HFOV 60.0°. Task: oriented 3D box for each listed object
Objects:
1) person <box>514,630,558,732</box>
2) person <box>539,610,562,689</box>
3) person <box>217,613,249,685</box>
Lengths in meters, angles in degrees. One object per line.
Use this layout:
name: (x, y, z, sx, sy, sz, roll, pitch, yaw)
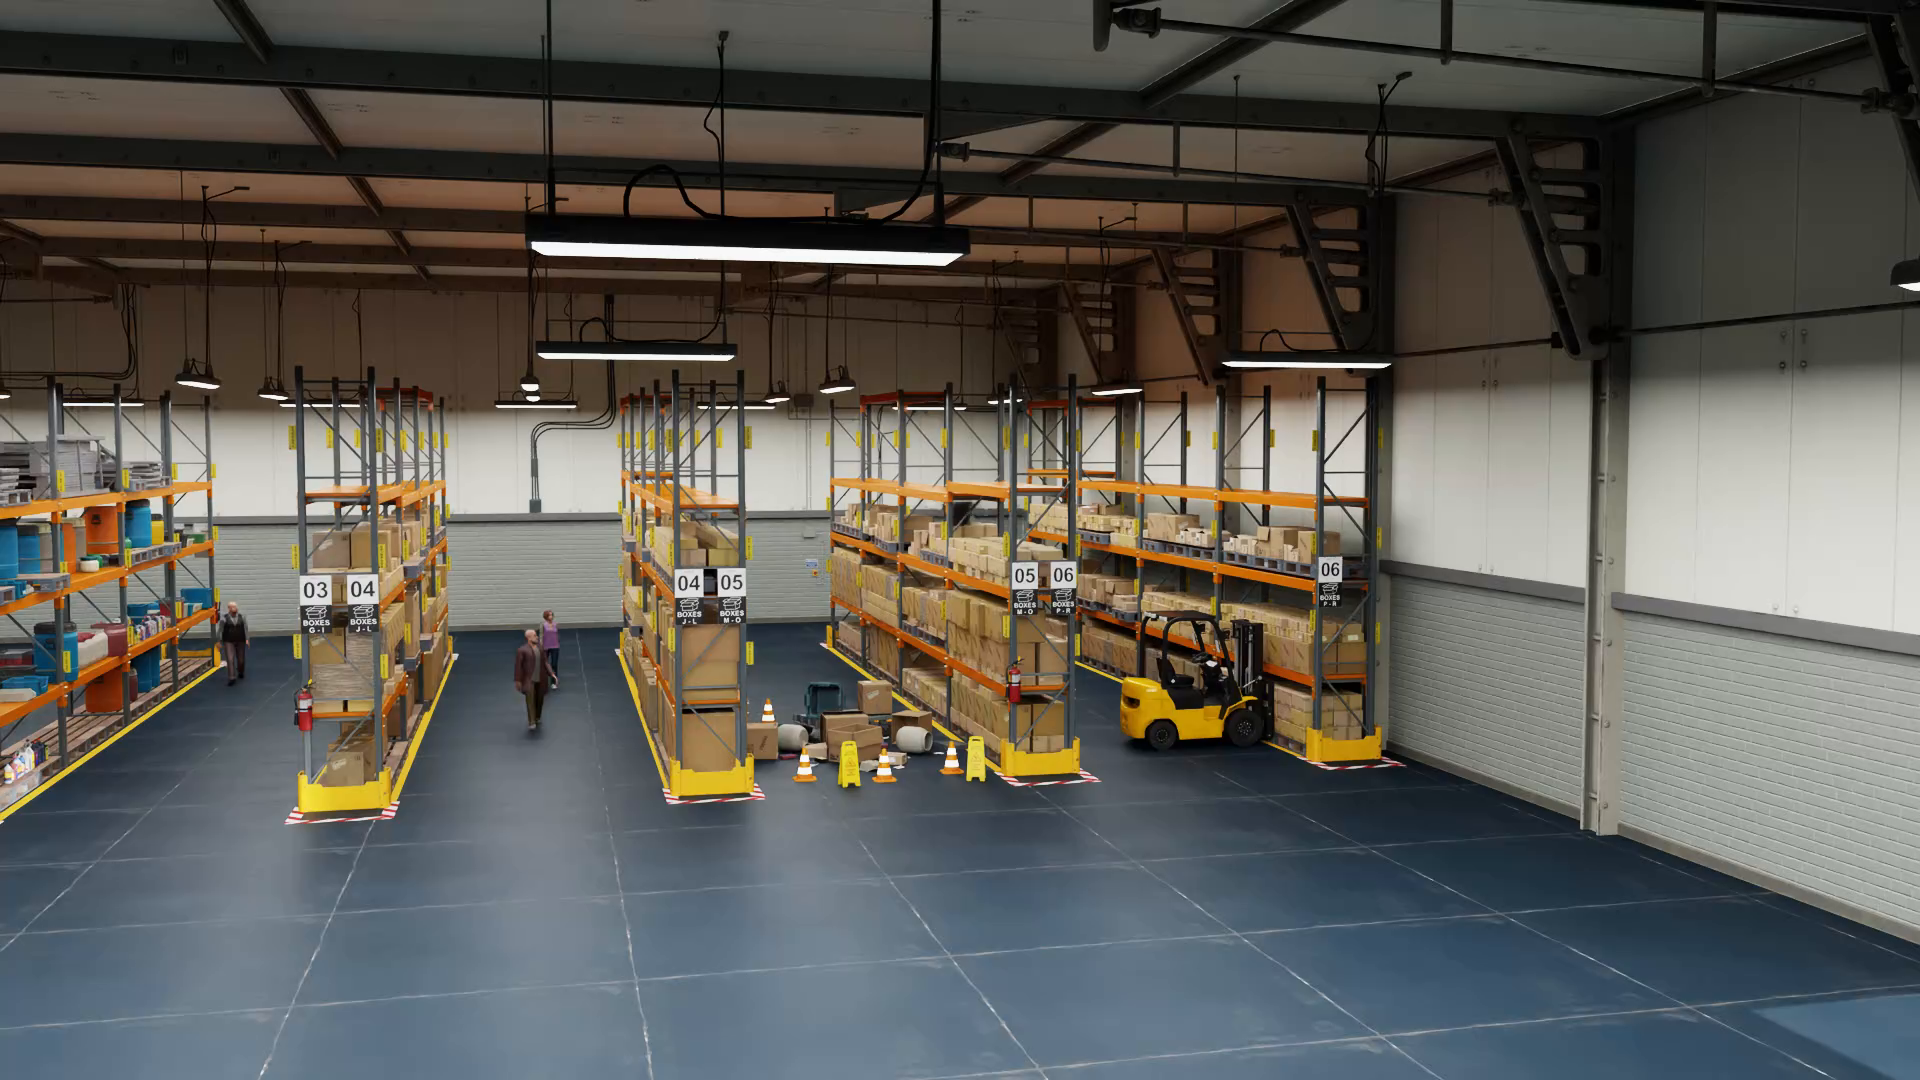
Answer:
person: (-7.339, 2.411, 28.750, 0.735, 1.725, 1.129, -1, 4, -22)
person: (-8.267, 2.195, 33.558, 0.454, 1.591, 0.479, -1, 4, -18)
person: (-14.972, 2.218, 34.262, 0.605, 1.488, 0.956, -2, 4, -25)
